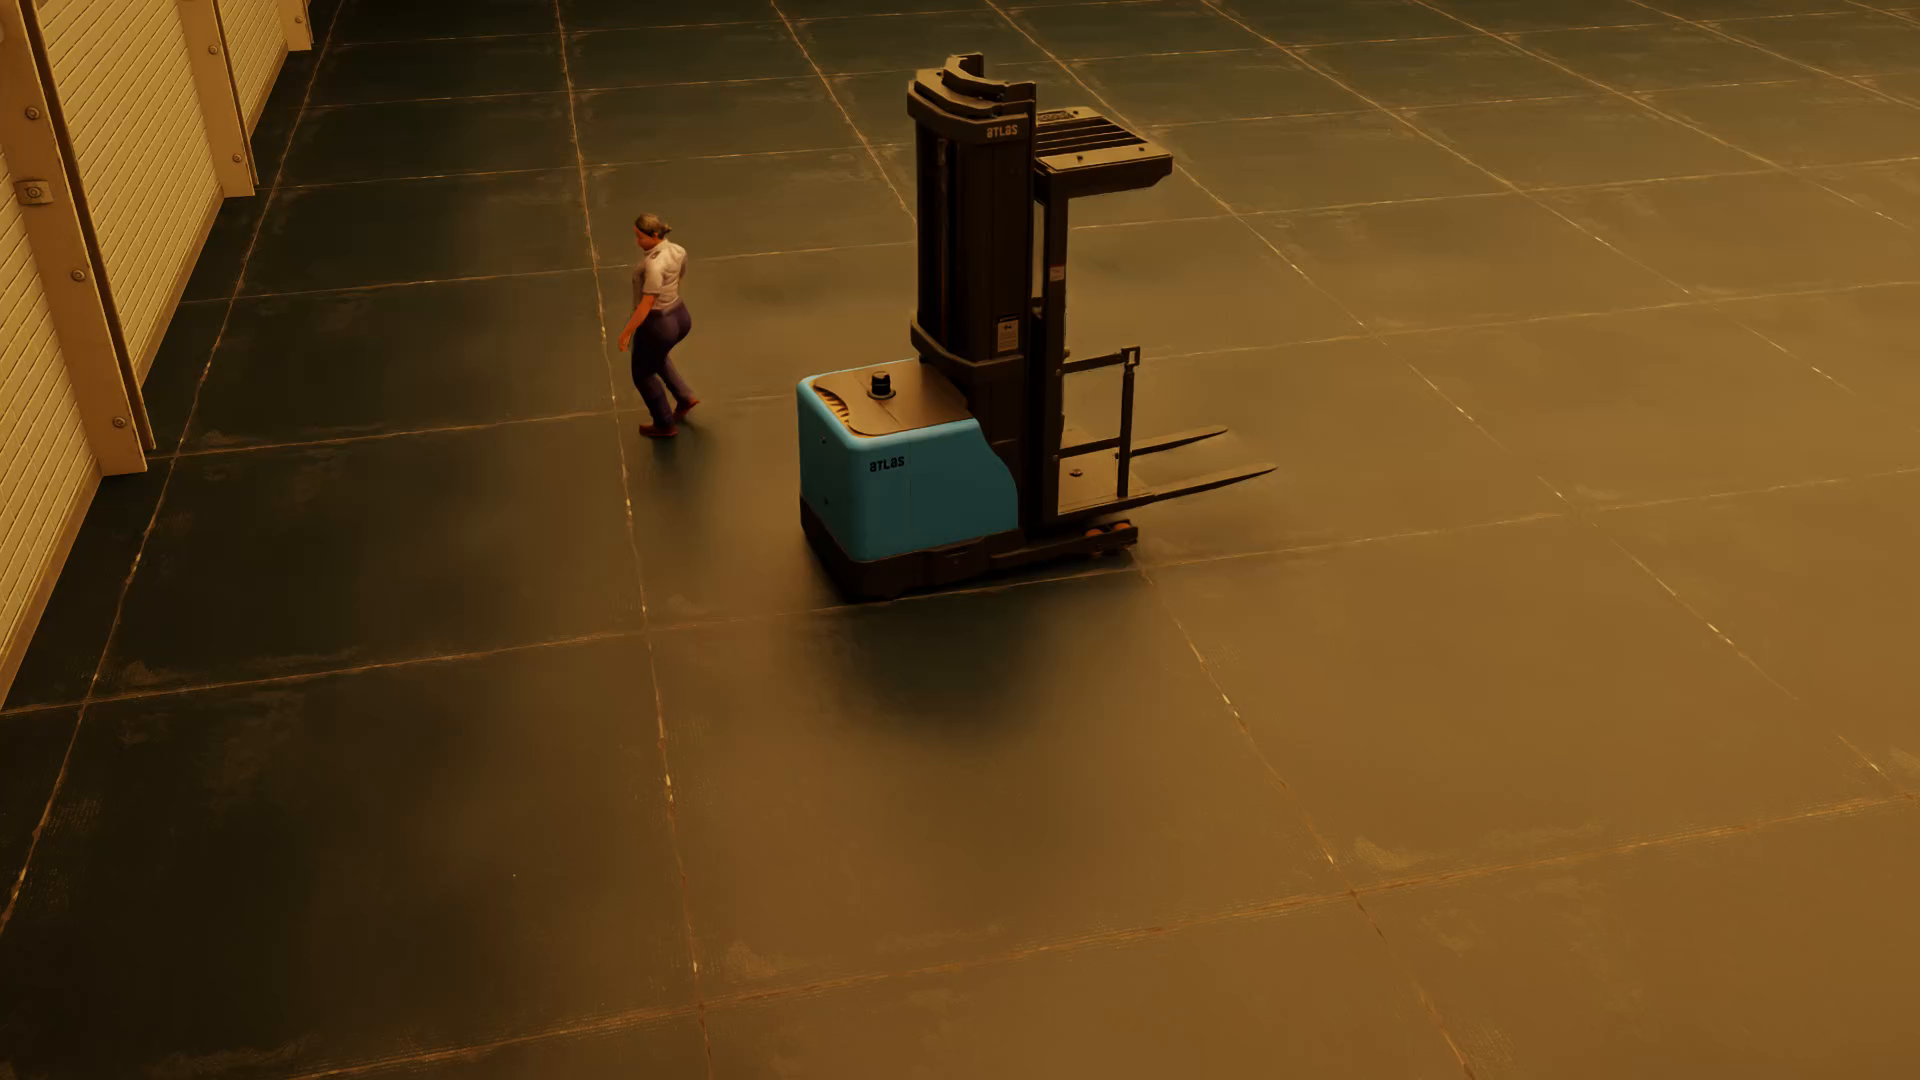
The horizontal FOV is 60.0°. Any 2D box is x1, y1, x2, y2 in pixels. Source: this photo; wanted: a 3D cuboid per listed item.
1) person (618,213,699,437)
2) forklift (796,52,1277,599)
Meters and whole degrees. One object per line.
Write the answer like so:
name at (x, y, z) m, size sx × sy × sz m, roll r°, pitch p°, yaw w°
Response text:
person at (-2.119, -1.456, 11.422) m, size 0.451 × 1.634 × 0.732 m, roll 12°, pitch 32°, yaw 20°
forklift at (0.557, -1.397, 9.988) m, size 3.031 × 2.935 × 1.130 m, roll -12°, pitch 32°, yaw -20°
